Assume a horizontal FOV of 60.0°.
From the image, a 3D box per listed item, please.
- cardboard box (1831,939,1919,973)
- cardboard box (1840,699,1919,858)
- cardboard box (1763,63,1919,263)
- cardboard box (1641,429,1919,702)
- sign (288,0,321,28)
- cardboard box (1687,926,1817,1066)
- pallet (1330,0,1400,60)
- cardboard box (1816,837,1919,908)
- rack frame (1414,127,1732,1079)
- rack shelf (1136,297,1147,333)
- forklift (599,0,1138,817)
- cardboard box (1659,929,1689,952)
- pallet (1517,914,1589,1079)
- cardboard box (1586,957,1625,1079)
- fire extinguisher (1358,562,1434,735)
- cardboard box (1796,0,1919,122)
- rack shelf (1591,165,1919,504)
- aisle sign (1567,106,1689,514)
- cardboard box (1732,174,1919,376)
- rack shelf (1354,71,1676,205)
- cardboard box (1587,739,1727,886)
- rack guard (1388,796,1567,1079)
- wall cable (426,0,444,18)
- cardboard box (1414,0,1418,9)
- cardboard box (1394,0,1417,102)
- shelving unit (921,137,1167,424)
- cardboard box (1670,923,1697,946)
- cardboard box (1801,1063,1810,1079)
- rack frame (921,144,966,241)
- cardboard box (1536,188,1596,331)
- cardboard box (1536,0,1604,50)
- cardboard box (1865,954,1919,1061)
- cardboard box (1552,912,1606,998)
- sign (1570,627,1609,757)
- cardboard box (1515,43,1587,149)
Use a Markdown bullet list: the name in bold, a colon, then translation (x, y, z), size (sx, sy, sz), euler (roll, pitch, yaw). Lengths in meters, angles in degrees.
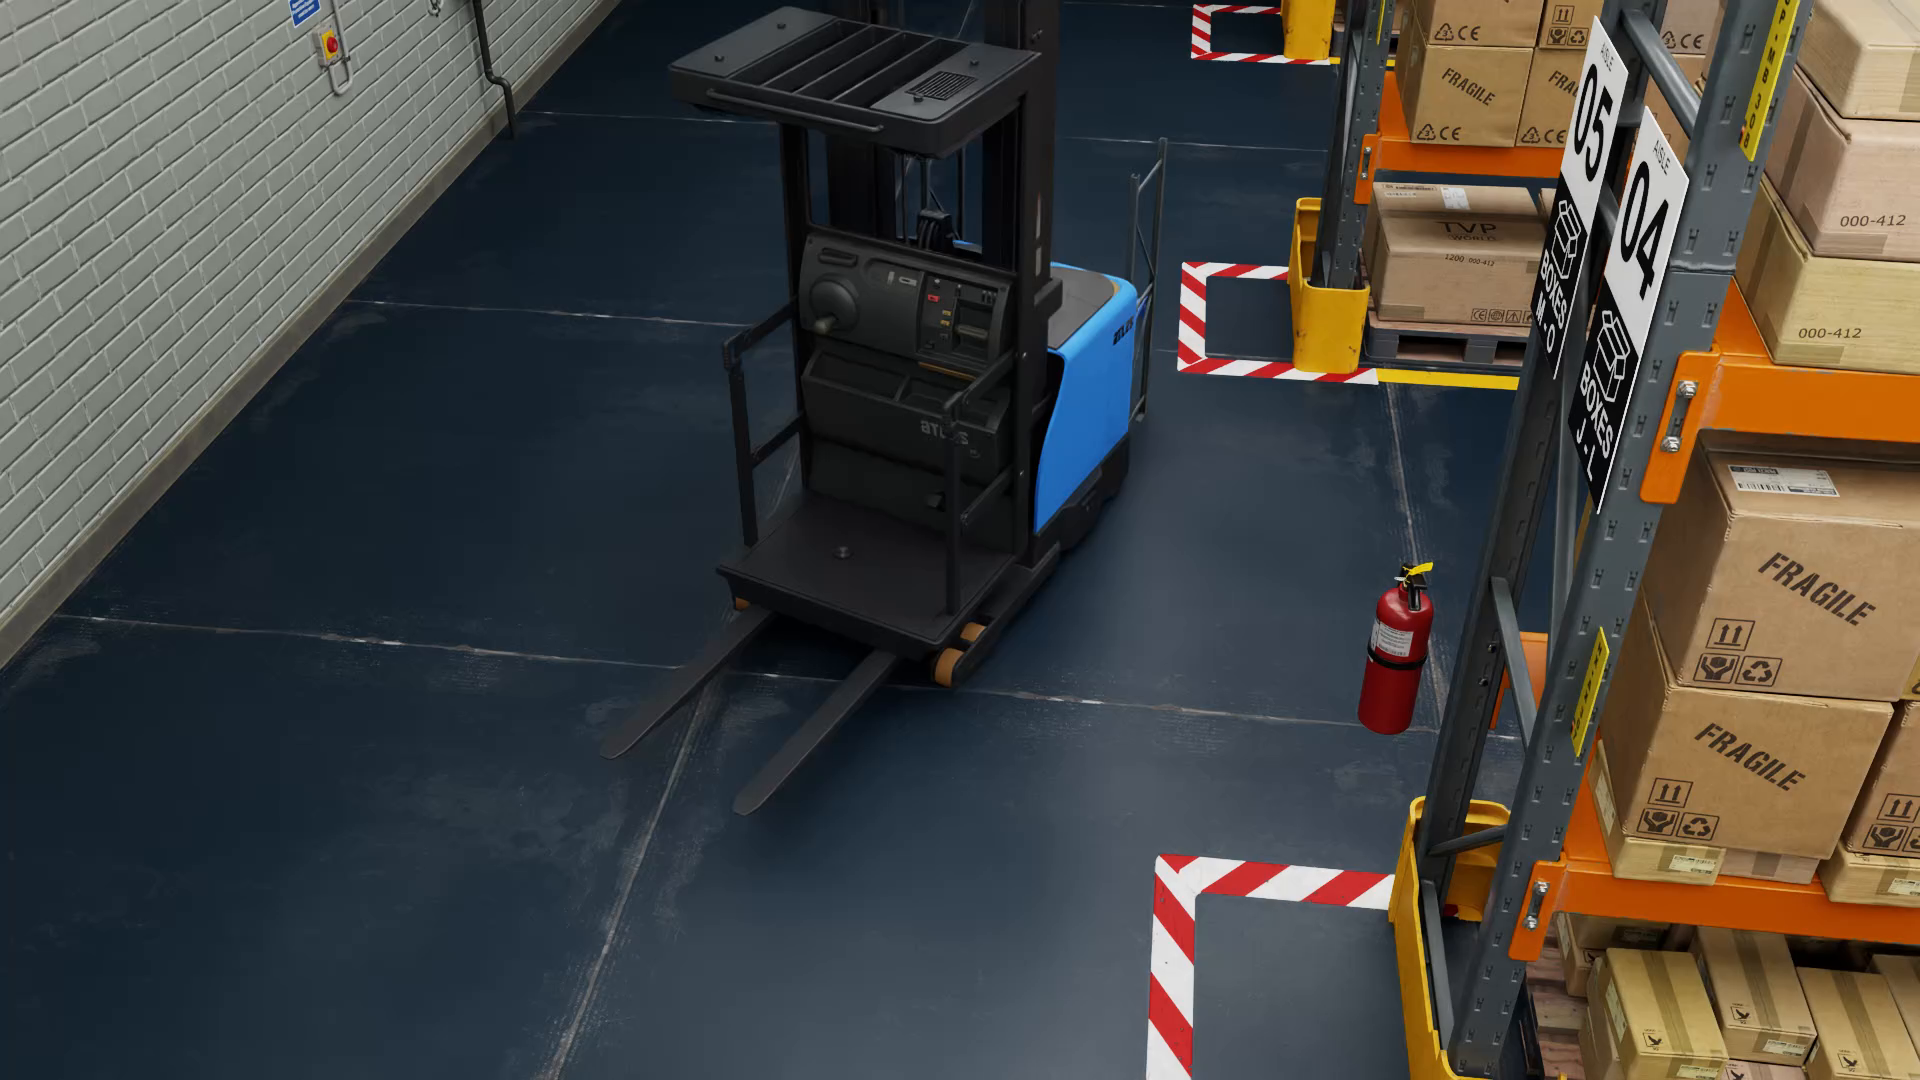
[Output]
- **cardboard box**: translation (2.880, 1.258, 5.241), size (0.250, 0.149, 0.380), euler (4, 36, 5)
- **cardboard box**: translation (2.495, 0.454, 4.189), size (0.500, 0.500, 0.500), euler (4, 36, 6)
- **cardboard box**: translation (1.963, -0.782, 3.380), size (0.500, 0.250, 0.500), euler (5, 36, 7)
- **cardboard box**: translation (1.963, 0.016, 3.943), size (0.500, 0.500, 0.500), euler (4, 36, 6)
- **sign**: translation (-3.581, -2.951, 9.071), size (0.001, 0.218, 0.327), euler (4, 36, 6)
- **cardboard box**: translation (2.316, 1.332, 4.883), size (0.250, 0.149, 0.380), euler (5, 36, 7)
- **pallet**: translation (3.576, -4.122, 13.344), size (1.213, 0.211, 1.003), euler (4, 36, 6)
- **cardboard box**: translation (2.348, 0.759, 4.320), size (0.250, 0.149, 0.380), euler (3, 36, 5)
- **rack frame**: translation (1.551, 0.399, 4.609), size (0.127, 3.000, 1.000), euler (4, 36, 6)
- **rack shelf**: translation (0.397, -1.108, 8.321), size (1.000, 0.185, 0.538), euler (13, 38, 17)
- **forklift**: translation (-0.332, -0.882, 6.463), size (1.130, 2.935, 3.031), euler (18, 39, 23)
- **cardboard box**: translation (2.363, 1.192, 5.334), size (0.250, 0.149, 0.380), euler (3, 36, 5)
- **pallet**: translation (2.428, 1.620, 5.299), size (1.213, 0.211, 1.003), euler (4, 36, 6)
- **cardboard box**: translation (2.038, 1.454, 4.967), size (0.250, 0.149, 0.380), euler (6, 36, 8)
- **fire extinguisher**: translation (1.360, 0.297, 5.139), size (0.183, 0.674, 0.296), euler (4, 36, 6)
- **cardboard box**: translation (1.843, -0.972, 3.303), size (0.250, 0.149, 0.380), euler (4, 36, 6)
- **rack shelf**: translation (3.535, -0.381, 3.740), size (4.000, 0.370, 1.077), euler (4, 36, 6)
- **aisle sign**: translation (1.440, -0.492, 3.619), size (0.004, 0.787, 0.394), euler (4, 36, 6)
- **cardboard box**: translation (1.964, -0.581, 3.529), size (0.500, 0.250, 0.500), euler (5, 36, 8)
- **rack shelf**: translation (4.065, -2.020, 8.618), size (4.000, 0.370, 1.077), euler (4, 36, 6)
- **cardboard box**: translation (1.831, 0.714, 4.384), size (0.250, 0.149, 0.380), euler (4, 36, 6)
- **rack guard**: translation (1.626, 1.422, 5.328), size (0.348, 0.500, 1.175), euler (4, 36, 6)
- **wall cable**: translation (-3.345, -4.096, 10.033), size (0.122, 1.984, 0.588), euler (4, 36, 6)
- **cardboard box**: translation (2.590, -3.010, 8.439), size (0.500, 0.500, 0.500), euler (5, 36, 8)
- **cardboard box**: translation (2.593, -2.618, 8.751), size (0.500, 0.500, 0.500), euler (4, 36, 6)
- **shelving unit**: translation (0.397, -1.255, 8.217), size (1.048, 1.500, 0.538), euler (13, 38, 17)
- **cardboard box**: translation (2.350, 1.091, 5.220), size (0.250, 0.149, 0.380), euler (5, 36, 7)
- **cardboard box**: translation (2.556, 1.474, 4.940), size (0.250, 0.149, 0.380), euler (5, 36, 7)
- **rack frame**: translation (-0.076, -1.363, 8.369), size (0.032, 1.500, 0.500), euler (13, 38, 17)
- **cardboard box**: translation (3.657, -1.535, 9.163), size (0.875, 0.438, 0.875), euler (5, 36, 7)
- **cardboard box**: translation (3.034, -2.675, 7.969), size (0.500, 0.500, 0.500), euler (3, 36, 5)
- **cardboard box**: translation (2.806, 1.395, 4.794), size (0.250, 0.149, 0.380), euler (3, 36, 4)
- **cardboard box**: translation (2.100, 1.307, 5.429), size (0.250, 0.149, 0.380), euler (5, 36, 7)
- **sign**: translation (1.482, 0.359, 3.920), size (0.005, 0.325, 0.100), euler (4, 36, 6)
- **cardboard box**: translation (3.026, -2.279, 8.276), size (0.500, 0.500, 0.500), euler (4, 36, 5)
